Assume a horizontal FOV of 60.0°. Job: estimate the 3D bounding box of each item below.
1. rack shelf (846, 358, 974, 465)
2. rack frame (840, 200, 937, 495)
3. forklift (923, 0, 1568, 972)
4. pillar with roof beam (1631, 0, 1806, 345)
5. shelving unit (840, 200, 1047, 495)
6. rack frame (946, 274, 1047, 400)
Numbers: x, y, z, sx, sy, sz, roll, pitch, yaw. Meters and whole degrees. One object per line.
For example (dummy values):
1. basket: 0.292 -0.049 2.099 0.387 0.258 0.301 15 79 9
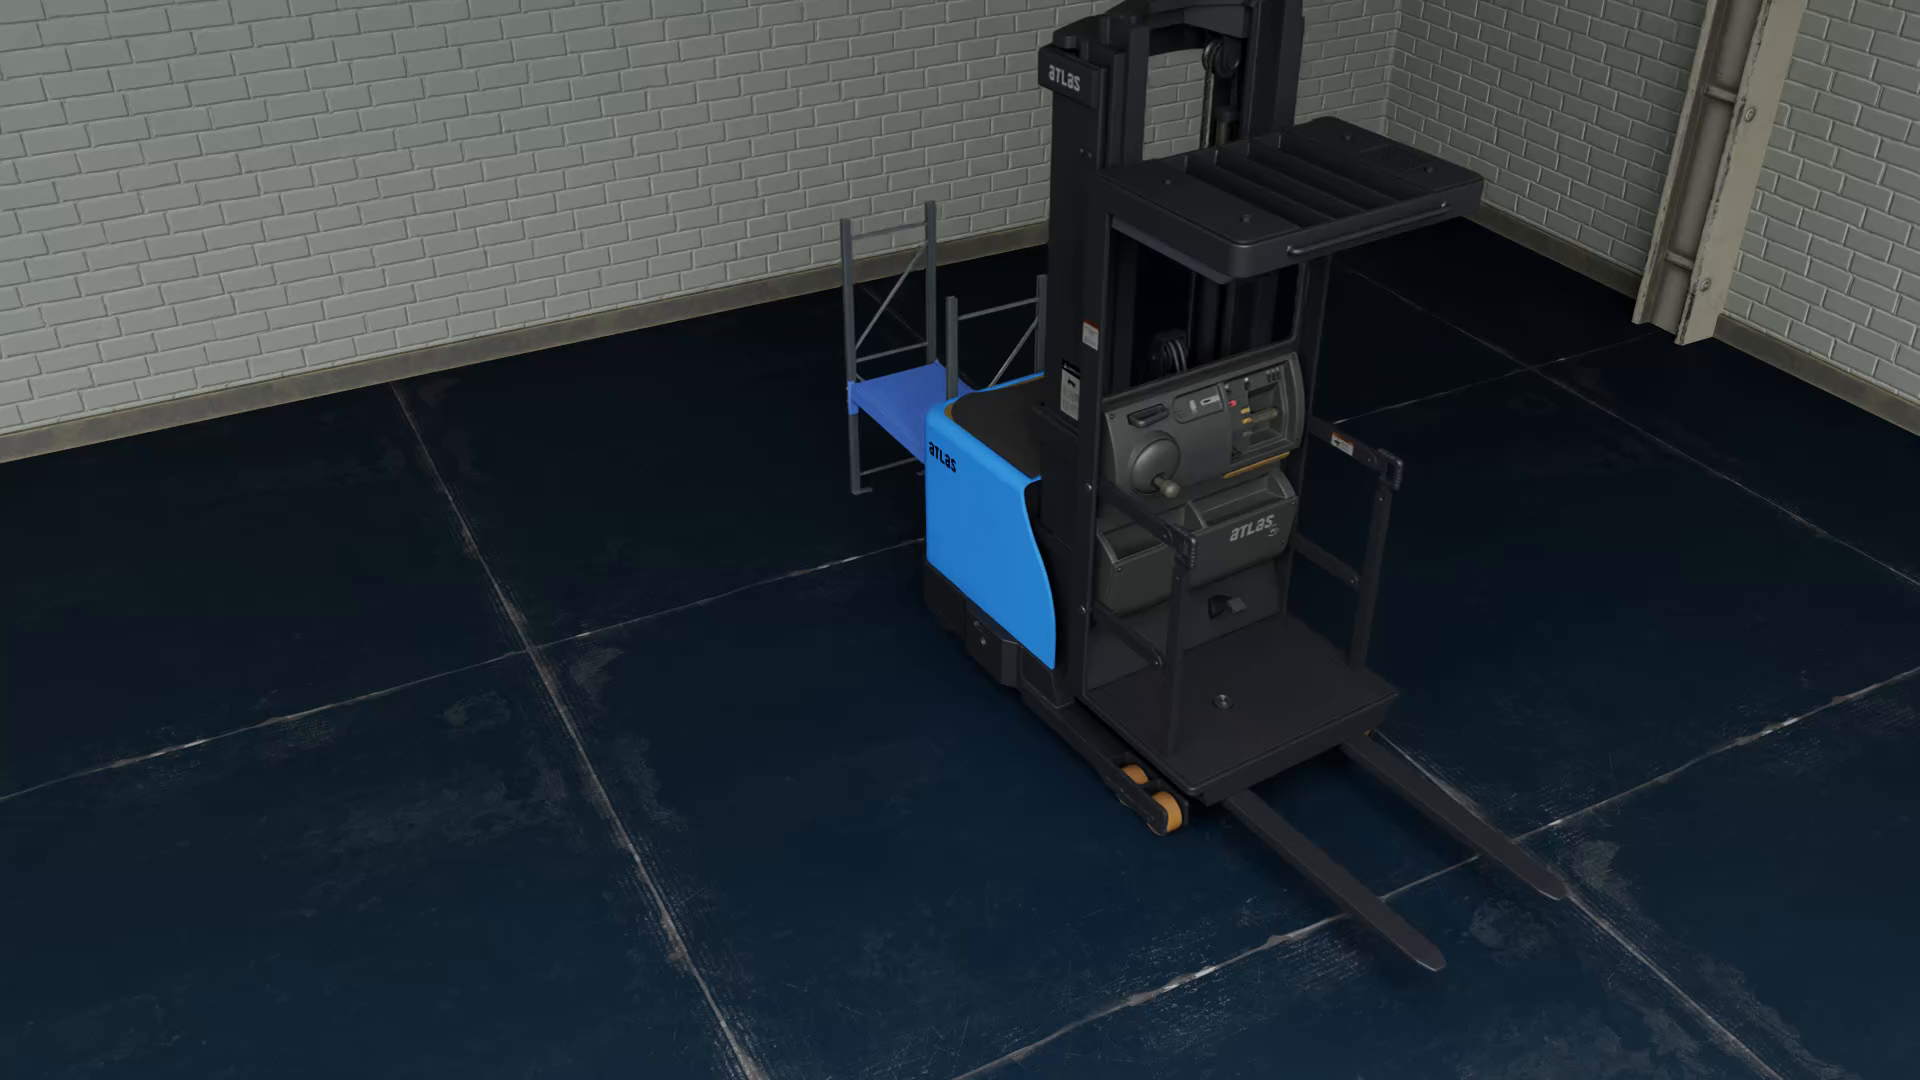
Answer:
1. rack shelf: -0.090 -0.549 8.049 0.538 0.185 1.000 -17 36 -25
2. rack frame: -0.342 -0.938 8.324 0.500 1.500 0.032 -17 36 -25
3. forklift: 1.052 -0.382 6.130 1.130 2.935 3.031 -19 37 -27
4. pillar with roof beam: 0.609 -4.019 6.181 9.100 9.000 0.400 -16 36 -23
5. shelving unit: -0.090 -0.700 7.952 0.538 1.500 1.048 -17 36 -25
6. rack frame: 0.162 -0.462 7.581 0.500 1.500 0.032 -17 36 -25
